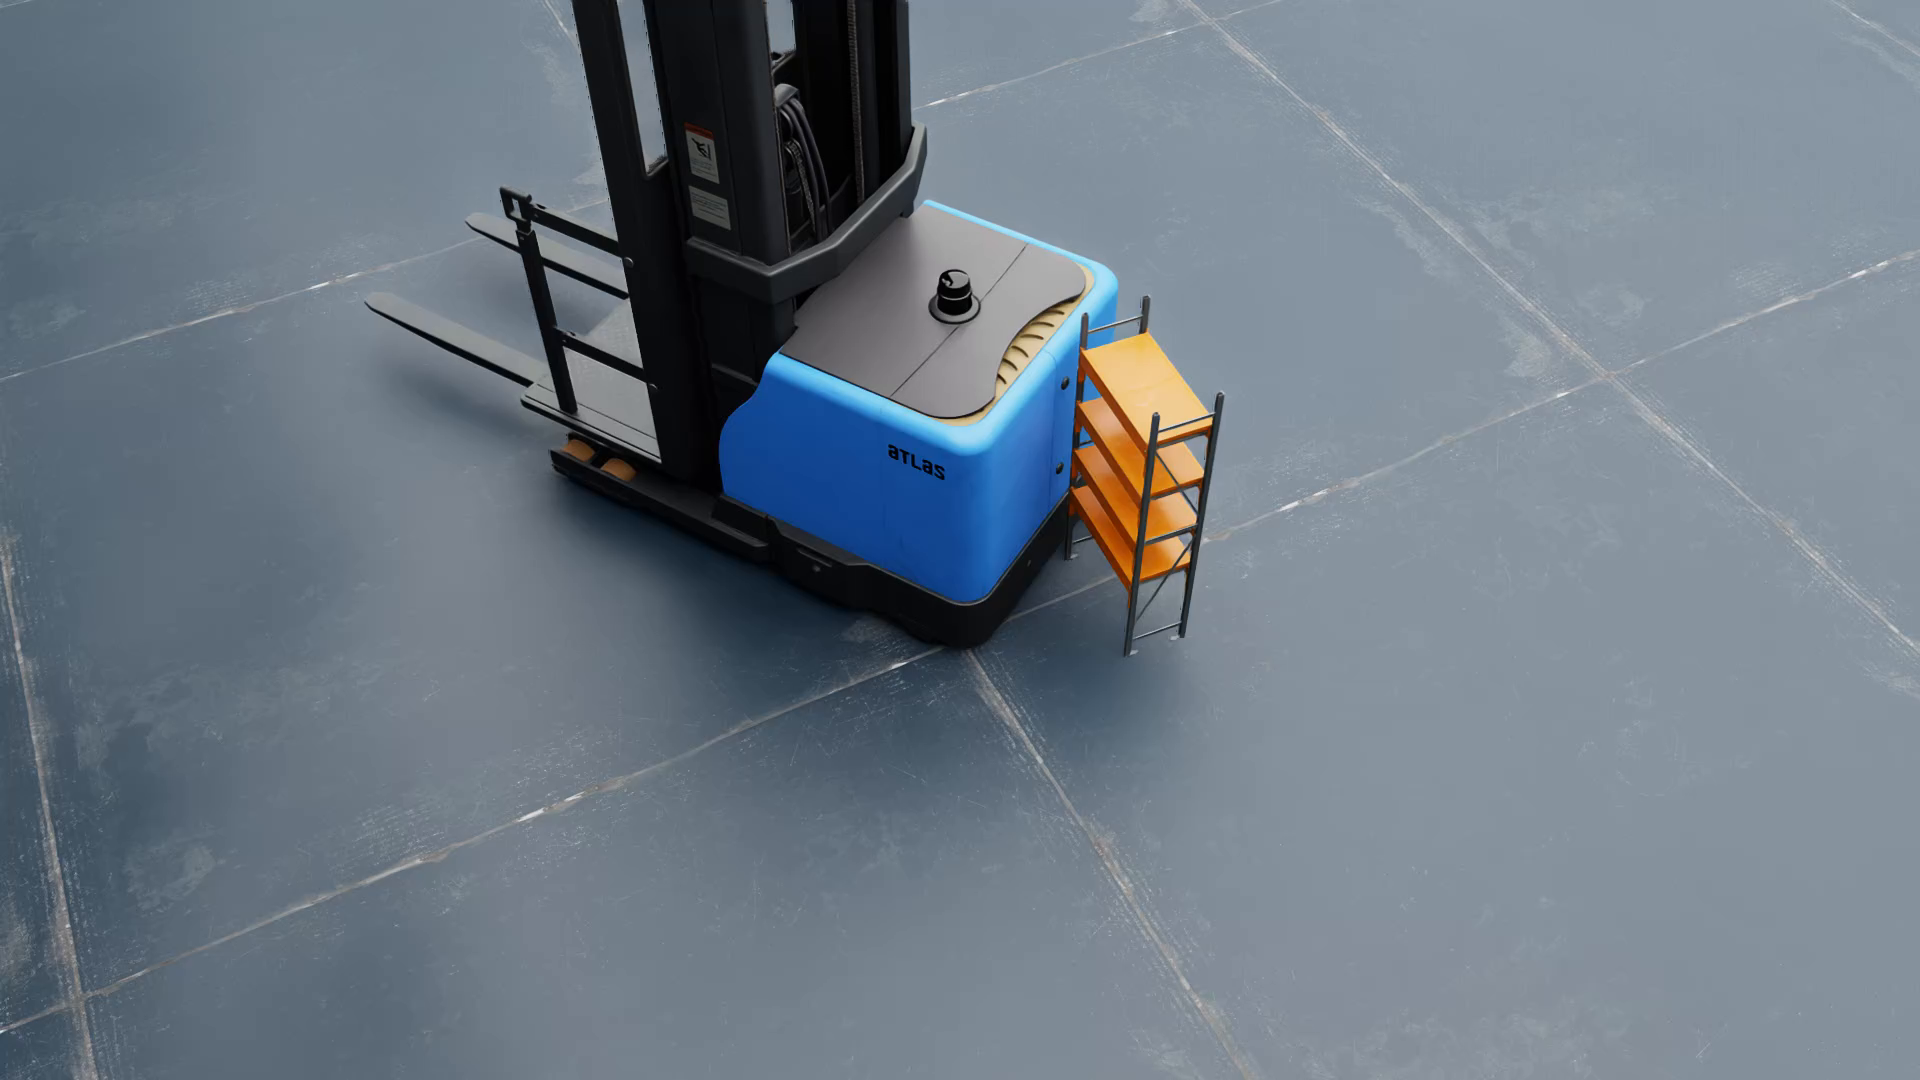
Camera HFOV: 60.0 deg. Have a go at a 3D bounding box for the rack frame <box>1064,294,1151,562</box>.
[{"bbox_3d":[0.500,-0.355,5.763,0.240,1.200,0.015,-18,51,-15],"label":"rack frame"}]

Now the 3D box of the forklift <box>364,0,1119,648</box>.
[{"bbox_3d":[-0.976,-1.431,5.555,3.031,2.935,1.130,24,53,20],"label":"forklift"}]

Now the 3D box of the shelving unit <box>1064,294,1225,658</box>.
[{"bbox_3d":[0.595,-0.186,5.616,0.258,1.200,0.503,-18,51,-15],"label":"shelving unit"}]

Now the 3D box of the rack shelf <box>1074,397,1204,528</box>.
[{"bbox_3d":[0.595,-0.289,5.498,0.258,0.148,0.480,-18,51,-15],"label":"rack shelf"}]

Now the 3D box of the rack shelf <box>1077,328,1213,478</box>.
[{"bbox_3d":[0.595,-0.445,5.320,0.258,0.148,0.480,-18,51,-15],"label":"rack shelf"}]

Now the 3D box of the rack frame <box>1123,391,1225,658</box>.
[{"bbox_3d":[0.691,-0.017,5.468,0.240,1.200,0.015,-18,51,-15],"label":"rack frame"}]

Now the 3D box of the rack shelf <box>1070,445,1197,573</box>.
[{"bbox_3d":[0.595,-0.142,5.666,0.258,0.148,0.480,-18,51,-15],"label":"rack shelf"}]

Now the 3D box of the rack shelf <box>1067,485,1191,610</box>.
[{"bbox_3d":[0.595,-0.011,5.816,0.258,0.148,0.480,-18,51,-15],"label":"rack shelf"}]
